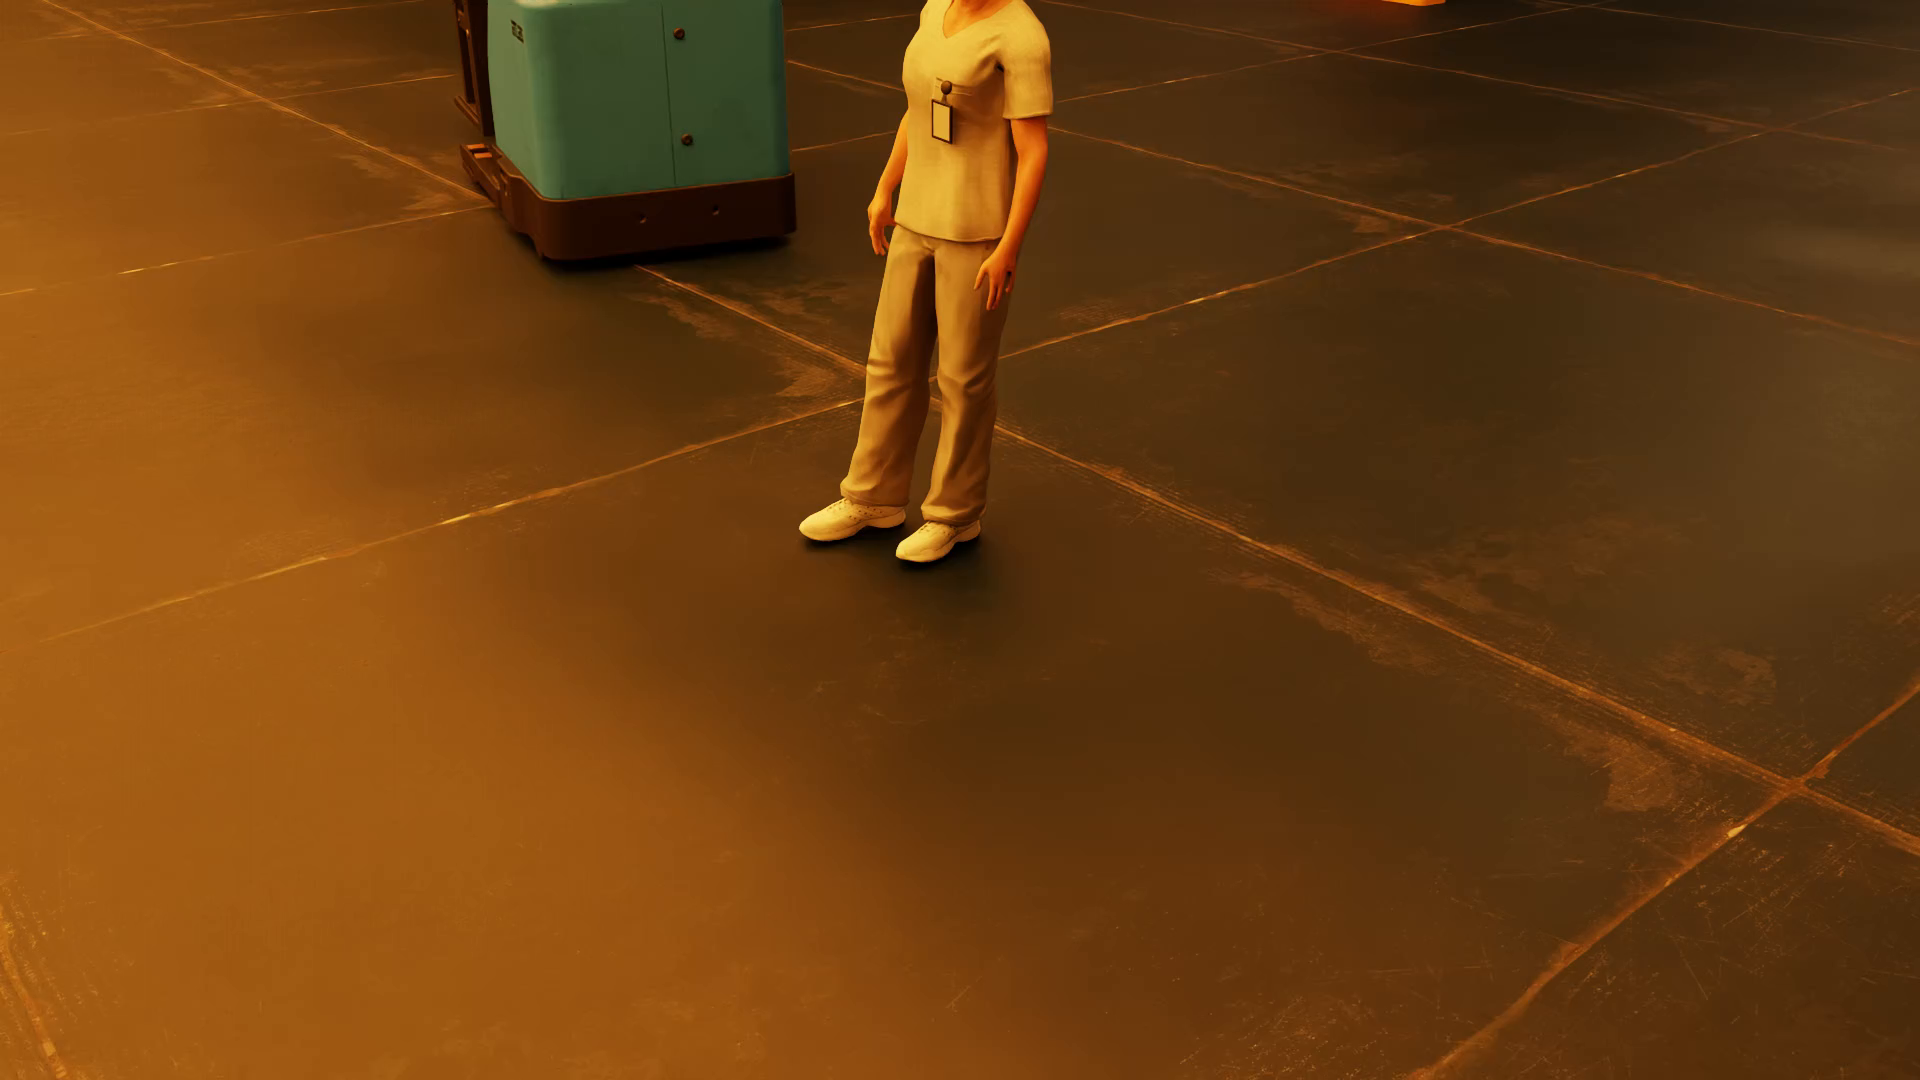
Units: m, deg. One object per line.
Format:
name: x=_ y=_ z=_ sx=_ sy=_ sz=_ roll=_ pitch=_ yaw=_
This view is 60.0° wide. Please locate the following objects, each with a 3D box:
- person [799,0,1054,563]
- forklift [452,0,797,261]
person: x=-0.066 y=-0.741 z=4.093 sx=0.548 sy=1.672 sz=0.549 roll=-20 pitch=33 yaw=-35
forklift: x=-1.755 y=-3.044 z=7.340 sx=1.130 sy=2.935 sz=3.031 roll=-11 pitch=29 yaw=-22
